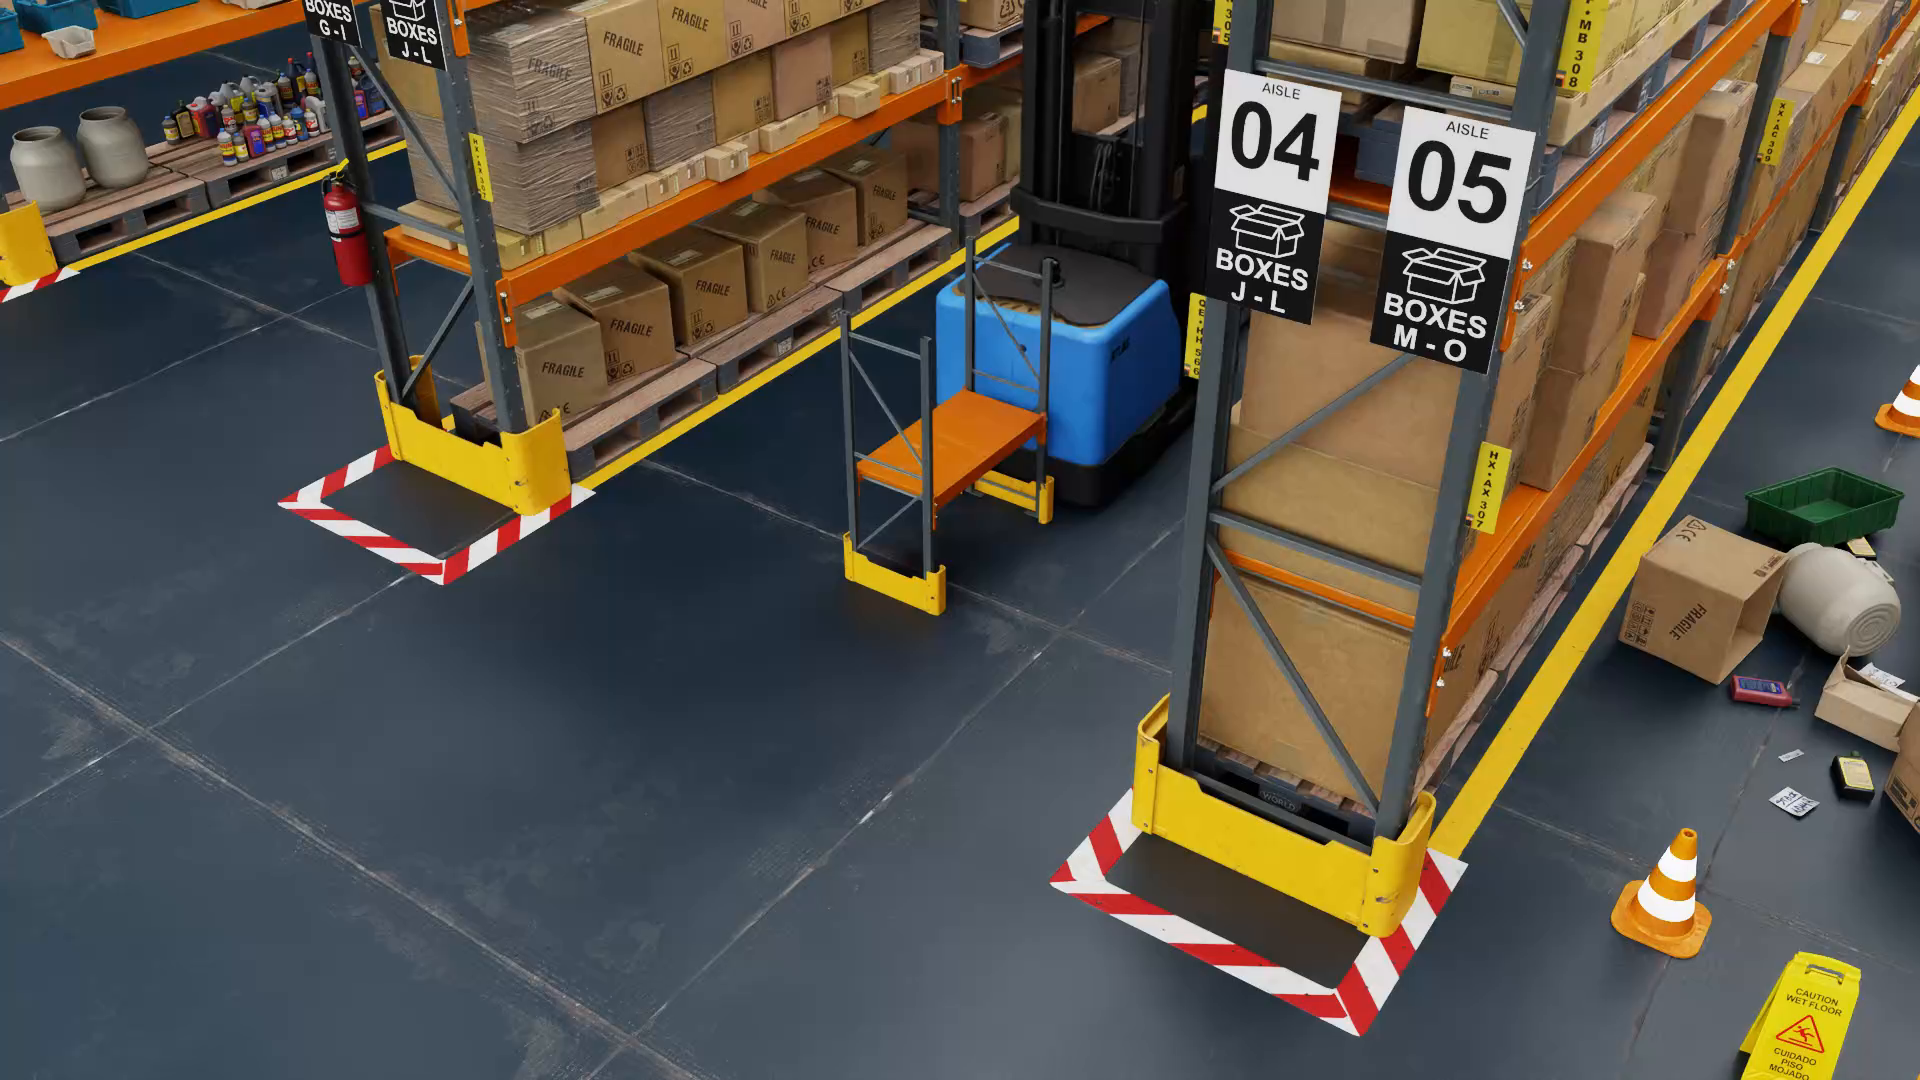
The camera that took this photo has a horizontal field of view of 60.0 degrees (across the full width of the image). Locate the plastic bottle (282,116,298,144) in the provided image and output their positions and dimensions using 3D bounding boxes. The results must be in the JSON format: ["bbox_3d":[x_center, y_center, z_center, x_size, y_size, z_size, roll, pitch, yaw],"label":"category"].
[{"bbox_3d":[-5.201,-3.178,12.877,0.097,0.201,0.097,0,34,0],"label":"plastic bottle"}]

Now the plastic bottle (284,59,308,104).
[{"bbox_3d":[-5.427,-3.771,13.620,0.144,0.351,0.185,20,39,26],"label":"plastic bottle"}]

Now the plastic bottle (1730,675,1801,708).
[{"bbox_3d":[3.710,0.702,7.658,0.283,0.061,0.133,8,35,12],"label":"plastic bottle"}]

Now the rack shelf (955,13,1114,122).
[{"bbox_3d":[0.691,-4.052,12.706,1.077,0.370,4.000,21,39,28],"label":"rack shelf"}]

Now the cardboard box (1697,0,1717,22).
[{"bbox_3d":[2.610,-2.065,6.209,0.380,0.149,0.250,22,40,29],"label":"cardboard box"}]

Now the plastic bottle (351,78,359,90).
[{"bbox_3d":[-4.894,-3.625,13.471,0.152,0.276,0.135,21,39,28],"label":"plastic bottle"}]

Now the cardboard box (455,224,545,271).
[{"bbox_3d":[-2.372,-1.540,8.573,0.380,0.149,0.250,21,39,28],"label":"cardboard box"}]

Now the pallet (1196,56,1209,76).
[{"bbox_3d":[2.343,-4.454,15.148,1.003,0.211,1.213,21,39,28],"label":"pallet"}]

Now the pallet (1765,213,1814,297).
[{"bbox_3d":[5.337,-2.146,11.735,1.003,0.211,1.213,21,39,28],"label":"pallet"}]

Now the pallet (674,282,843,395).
[{"bbox_3d":[-1.499,-1.390,10.617,1.003,0.211,1.213,21,39,28],"label":"pallet"}]

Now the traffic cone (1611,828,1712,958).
[{"bbox_3d":[2.756,1.302,6.412,0.336,0.463,0.334,21,39,28],"label":"traffic cone"}]

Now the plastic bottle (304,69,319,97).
[{"bbox_3d":[-5.303,-3.719,13.615,0.097,0.271,0.097,0,34,0],"label":"plastic bottle"}]

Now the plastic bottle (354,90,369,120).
[{"bbox_3d":[-4.817,-3.504,13.285,0.061,0.283,0.133,24,41,31],"label":"plastic bottle"}]

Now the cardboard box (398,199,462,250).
[{"bbox_3d":[-2.737,-1.682,8.783,0.380,0.149,0.250,21,39,28],"label":"cardboard box"}]

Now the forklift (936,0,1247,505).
[{"bbox_3d":[1.041,-2.198,9.383,1.130,2.935,3.031,18,38,25],"label":"forklift"}]

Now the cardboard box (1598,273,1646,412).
[{"bbox_3d":[2.447,-0.940,7.329,0.875,0.550,0.500,21,39,28],"label":"cardboard box"}]

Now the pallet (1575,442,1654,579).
[{"bbox_3d":[3.070,-0.319,9.033,1.003,0.211,1.213,21,39,28],"label":"pallet"}]

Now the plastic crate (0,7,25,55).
[{"bbox_3d":[-6.760,-3.435,11.285,0.499,0.251,0.616,21,39,28],"label":"plastic crate"}]

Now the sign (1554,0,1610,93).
[{"bbox_3d":[1.739,-1.415,4.637,0.100,0.325,0.005,21,39,28],"label":"sign"}]

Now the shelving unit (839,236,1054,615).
[{"bbox_3d":[-0.043,-0.586,8.278,0.587,1.500,1.083,21,39,28],"label":"shelving unit"}]

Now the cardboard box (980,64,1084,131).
[{"bbox_3d":[0.524,-3.323,12.825,0.700,0.500,0.500,18,38,24],"label":"cardboard box"}]

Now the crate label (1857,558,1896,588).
[{"bbox_3d":[4.502,0.207,8.322,0.298,0.136,0.250,-3,34,-4],"label":"crate label"}]

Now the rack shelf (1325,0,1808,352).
[{"bbox_3d":[2.427,-1.823,6.732,1.077,0.370,4.000,21,39,28],"label":"rack shelf"}]

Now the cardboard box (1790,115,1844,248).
[{"bbox_3d":[5.427,-2.630,11.595,1.050,0.750,0.750,21,39,28],"label":"cardboard box"}]

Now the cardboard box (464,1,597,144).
[{"bbox_3d":[-2.193,-2.334,8.276,0.500,0.500,0.500,21,39,28],"label":"cardboard box"}]

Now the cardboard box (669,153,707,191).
[{"bbox_3d":[-1.665,-2.117,9.427,0.380,0.149,0.250,21,39,28],"label":"cardboard box"}]

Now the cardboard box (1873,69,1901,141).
[{"bbox_3d":[7.034,-3.492,13.093,0.500,0.500,0.500,20,39,27],"label":"cardboard box"}]

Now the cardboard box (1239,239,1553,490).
[{"bbox_3d":[1.530,-0.626,5.900,0.875,0.550,0.550,21,39,28],"label":"cardboard box"}]

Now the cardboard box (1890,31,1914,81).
[{"bbox_3d":[7.022,-3.786,12.858,0.500,0.250,0.500,22,40,29],"label":"cardboard box"}]

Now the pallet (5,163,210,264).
[{"bbox_3d":[-6.327,-2.438,12.166,1.003,0.211,1.213,21,39,28],"label":"pallet"}]

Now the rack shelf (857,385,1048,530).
[{"bbox_3d":[-0.049,-0.433,8.373,0.538,0.185,1.000,21,39,28],"label":"rack shelf"}]

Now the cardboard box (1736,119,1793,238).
[{"bbox_3d":[4.088,-1.996,8.935,0.500,0.500,0.500,22,40,29],"label":"cardboard box"}]

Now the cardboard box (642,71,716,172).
[{"bbox_3d":[-1.887,-2.482,9.388,0.875,0.500,0.500,21,39,28],"label":"cardboard box"}]

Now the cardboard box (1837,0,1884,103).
[{"bbox_3d":[5.526,-3.159,10.654,0.500,0.500,0.500,21,39,28],"label":"cardboard box"}]

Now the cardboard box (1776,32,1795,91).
[{"bbox_3d":[4.137,-2.722,9.116,0.700,0.500,0.500,21,39,27],"label":"cardboard box"}]

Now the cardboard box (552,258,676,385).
[{"bbox_3d":[-2.048,-1.295,9.844,0.500,0.500,0.500,-25,41,-32],"label":"cardboard box"}]

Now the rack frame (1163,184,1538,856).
[{"bbox_3d":[1.287,0.042,6.010,1.000,3.000,0.127,21,39,28],"label":"rack frame"}]

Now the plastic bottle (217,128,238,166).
[{"bbox_3d":[-5.509,-2.958,12.489,0.097,0.271,0.097,0,34,0],"label":"plastic bottle"}]

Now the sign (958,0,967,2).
[{"bbox_3d":[0.001,-3.618,10.650,0.100,0.325,0.005,21,39,28],"label":"sign"}]

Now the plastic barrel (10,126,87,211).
[{"bbox_3d":[-6.487,-2.641,11.824,0.421,0.512,0.421,0,34,0],"label":"plastic barrel"}]

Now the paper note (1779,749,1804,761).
[{"bbox_3d":[3.667,0.951,7.335,0.123,0.001,0.032,-15,37,-21],"label":"paper note"}]

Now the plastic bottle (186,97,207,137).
[{"bbox_3d":[-5.946,-3.317,13.016,0.152,0.276,0.135,22,40,29],"label":"plastic bottle"}]

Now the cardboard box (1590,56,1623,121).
[{"bbox_3d":[1.890,-1.485,5.350,0.380,0.149,0.250,22,40,29],"label":"cardboard box"}]

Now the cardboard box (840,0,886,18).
[{"bbox_3d":[-0.764,-3.483,9.975,0.500,0.500,0.500,21,39,28],"label":"cardboard box"}]

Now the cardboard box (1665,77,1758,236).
[{"bbox_3d":[3.111,-1.859,7.724,0.875,0.550,0.550,21,39,28],"label":"cardboard box"}]

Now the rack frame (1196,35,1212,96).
[{"bbox_3d":[1.831,-5.270,13.866,1.000,3.000,0.127,21,39,28],"label":"rack frame"}]

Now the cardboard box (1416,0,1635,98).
[{"bbox_3d":[1.773,-1.617,5.190,0.500,0.250,0.500,21,39,28],"label":"cardboard box"}]

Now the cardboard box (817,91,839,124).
[{"bbox_3d":[-0.975,-2.701,10.291,0.380,0.149,0.250,21,39,28],"label":"cardboard box"}]
